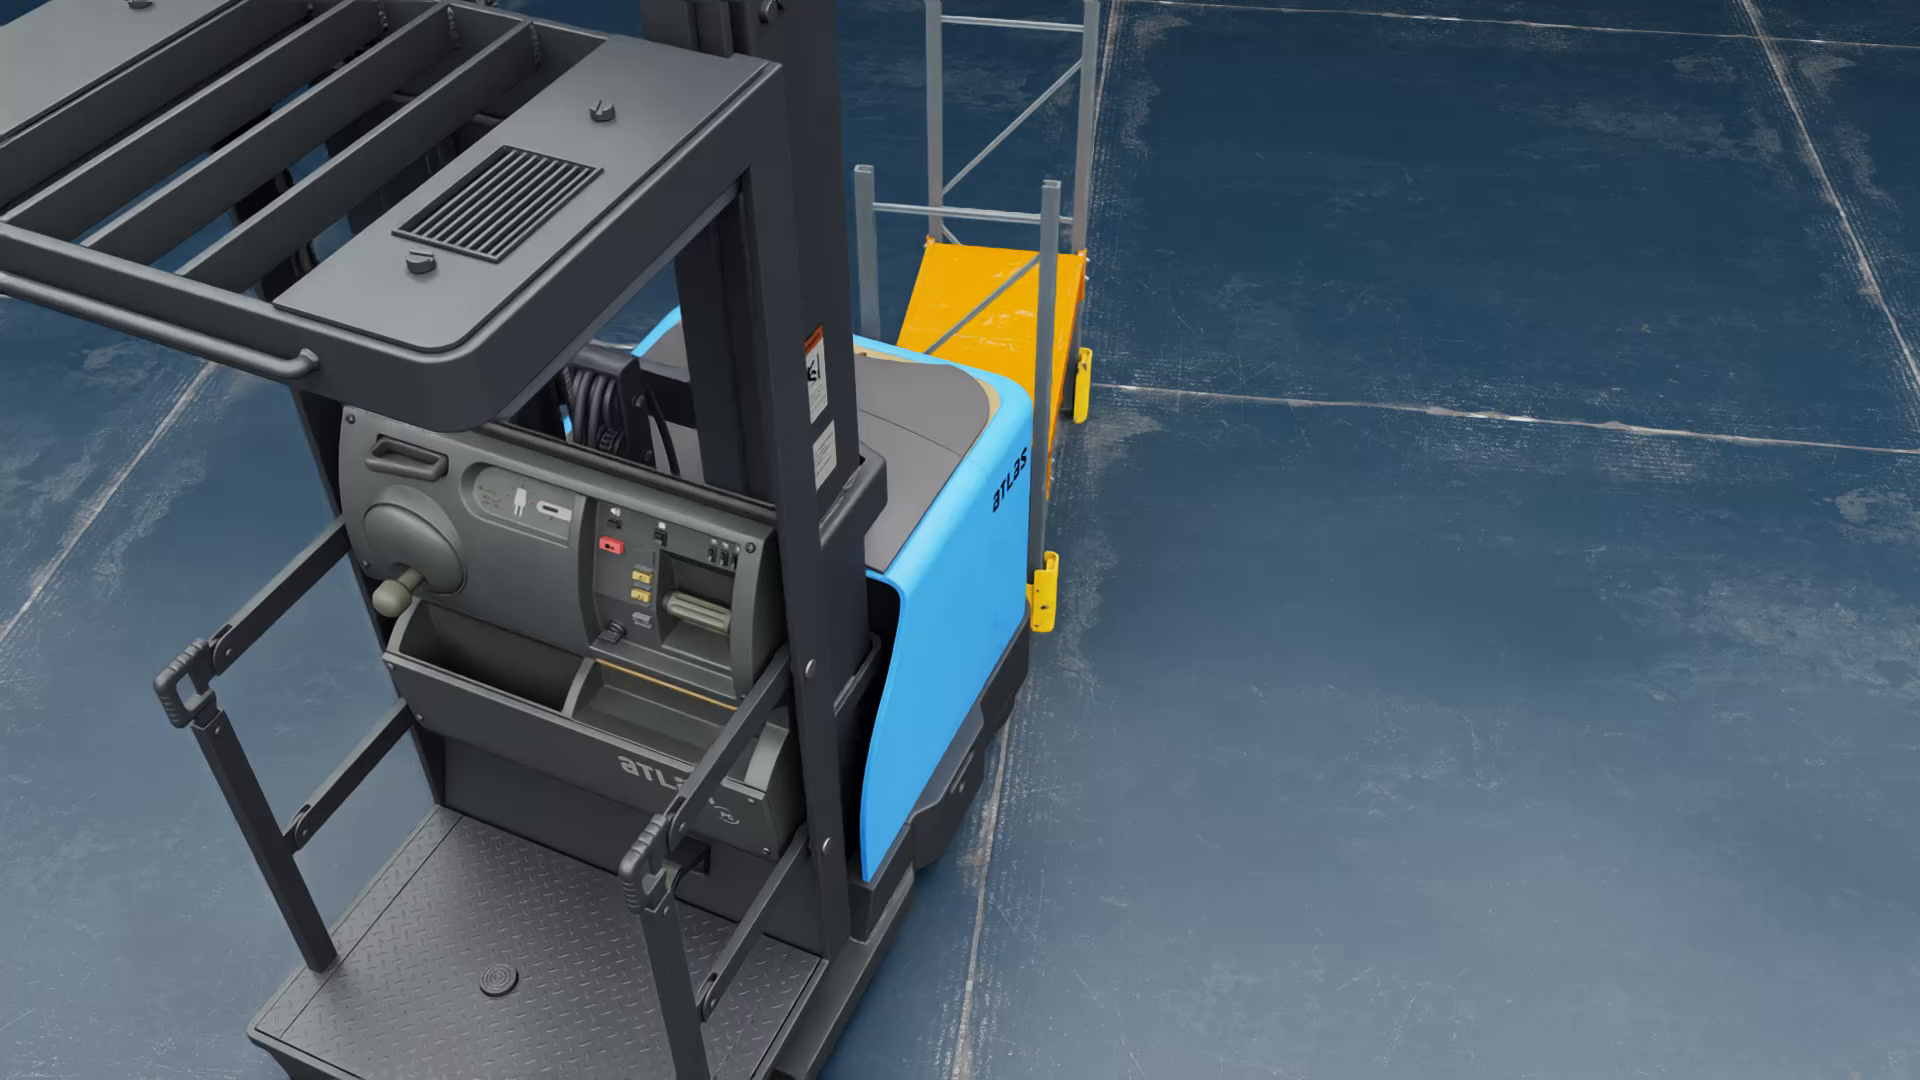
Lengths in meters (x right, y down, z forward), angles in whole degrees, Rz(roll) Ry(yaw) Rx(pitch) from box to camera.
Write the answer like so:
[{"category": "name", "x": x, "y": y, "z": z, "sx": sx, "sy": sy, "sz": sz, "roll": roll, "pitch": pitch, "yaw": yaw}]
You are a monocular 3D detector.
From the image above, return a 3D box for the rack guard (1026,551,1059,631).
[{"category": "rack guard", "x": -0.007, "y": 0.124, "z": 4.937, "sx": 0.587, "sy": 0.250, "sz": 0.087, "roll": 6, "pitch": 44, "yaw": 6}]

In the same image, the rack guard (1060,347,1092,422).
[{"category": "rack guard", "x": 0.147, "y": -0.552, "z": 5.651, "sx": 0.587, "sy": 0.250, "sz": 0.087, "roll": 6, "pitch": 44, "yaw": 6}]

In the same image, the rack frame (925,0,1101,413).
[{"category": "rack frame", "x": 0.150, "y": -1.019, "z": 5.236, "sx": 0.500, "sy": 1.500, "sz": 0.032, "roll": 6, "pitch": 44, "yaw": 6}]

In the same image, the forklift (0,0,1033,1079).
[{"category": "forklift", "x": -0.868, "y": 0.115, "z": 2.996, "sx": 1.130, "sy": 2.935, "sz": 3.031, "roll": 17, "pitch": 46, "yaw": 17}]

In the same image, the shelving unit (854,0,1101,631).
[{"category": "shelving unit", "x": 0.070, "y": -0.668, "z": 4.864, "sx": 0.587, "sy": 1.500, "sz": 1.083, "roll": 6, "pitch": 44, "yaw": 6}]

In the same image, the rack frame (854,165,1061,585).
[{"category": "rack frame", "x": -0.007, "y": -0.329, "z": 4.506, "sx": 0.500, "sy": 1.500, "sz": 0.032, "roll": 6, "pitch": 44, "yaw": 6}]

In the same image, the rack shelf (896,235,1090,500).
[{"category": "rack shelf", "x": 0.071, "y": -0.543, "z": 4.995, "sx": 0.538, "sy": 0.185, "sz": 1.000, "roll": 6, "pitch": 44, "yaw": 6}]
